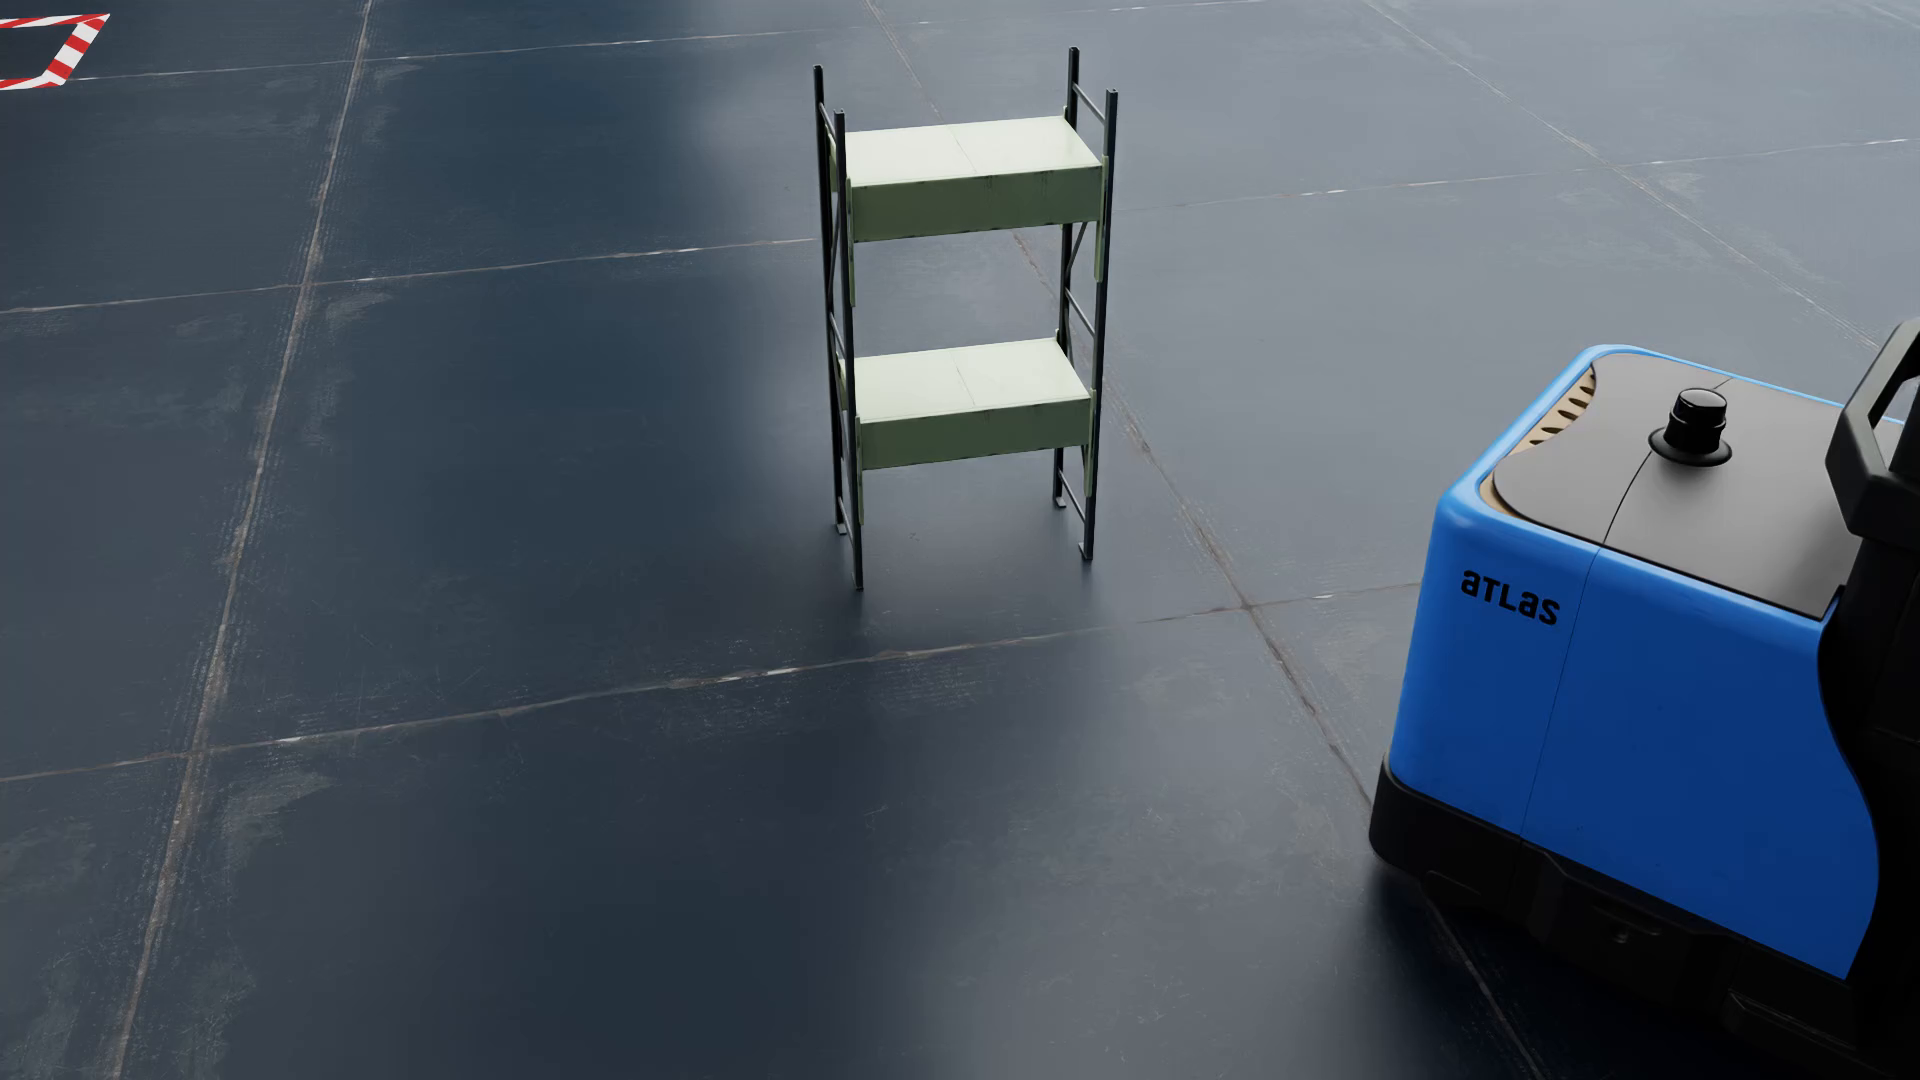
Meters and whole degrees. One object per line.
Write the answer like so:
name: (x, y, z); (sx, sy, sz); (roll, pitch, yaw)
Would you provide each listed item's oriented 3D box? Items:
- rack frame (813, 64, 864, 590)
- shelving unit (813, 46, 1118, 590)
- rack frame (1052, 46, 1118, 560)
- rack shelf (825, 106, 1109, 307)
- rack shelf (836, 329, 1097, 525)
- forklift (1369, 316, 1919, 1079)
rack frame: (-0.350, -0.579, 4.838); (0.023, 1.500, 0.400); (-7, 35, -11)
shelving unit: (0.007, -0.624, 4.905); (0.755, 1.500, 0.431); (-7, 35, -11)
rack frame: (0.364, -0.669, 4.972); (0.023, 1.500, 0.400); (-7, 35, -11)
rack shelf: (0.007, -0.948, 4.688); (0.720, 0.370, 0.431); (-7, 35, -11)
rack shelf: (0.007, -0.353, 5.087); (0.720, 0.370, 0.431); (-7, 35, -11)
forklift: (2.487, -0.128, 2.882); (3.031, 2.935, 1.130); (23, 40, 30)
